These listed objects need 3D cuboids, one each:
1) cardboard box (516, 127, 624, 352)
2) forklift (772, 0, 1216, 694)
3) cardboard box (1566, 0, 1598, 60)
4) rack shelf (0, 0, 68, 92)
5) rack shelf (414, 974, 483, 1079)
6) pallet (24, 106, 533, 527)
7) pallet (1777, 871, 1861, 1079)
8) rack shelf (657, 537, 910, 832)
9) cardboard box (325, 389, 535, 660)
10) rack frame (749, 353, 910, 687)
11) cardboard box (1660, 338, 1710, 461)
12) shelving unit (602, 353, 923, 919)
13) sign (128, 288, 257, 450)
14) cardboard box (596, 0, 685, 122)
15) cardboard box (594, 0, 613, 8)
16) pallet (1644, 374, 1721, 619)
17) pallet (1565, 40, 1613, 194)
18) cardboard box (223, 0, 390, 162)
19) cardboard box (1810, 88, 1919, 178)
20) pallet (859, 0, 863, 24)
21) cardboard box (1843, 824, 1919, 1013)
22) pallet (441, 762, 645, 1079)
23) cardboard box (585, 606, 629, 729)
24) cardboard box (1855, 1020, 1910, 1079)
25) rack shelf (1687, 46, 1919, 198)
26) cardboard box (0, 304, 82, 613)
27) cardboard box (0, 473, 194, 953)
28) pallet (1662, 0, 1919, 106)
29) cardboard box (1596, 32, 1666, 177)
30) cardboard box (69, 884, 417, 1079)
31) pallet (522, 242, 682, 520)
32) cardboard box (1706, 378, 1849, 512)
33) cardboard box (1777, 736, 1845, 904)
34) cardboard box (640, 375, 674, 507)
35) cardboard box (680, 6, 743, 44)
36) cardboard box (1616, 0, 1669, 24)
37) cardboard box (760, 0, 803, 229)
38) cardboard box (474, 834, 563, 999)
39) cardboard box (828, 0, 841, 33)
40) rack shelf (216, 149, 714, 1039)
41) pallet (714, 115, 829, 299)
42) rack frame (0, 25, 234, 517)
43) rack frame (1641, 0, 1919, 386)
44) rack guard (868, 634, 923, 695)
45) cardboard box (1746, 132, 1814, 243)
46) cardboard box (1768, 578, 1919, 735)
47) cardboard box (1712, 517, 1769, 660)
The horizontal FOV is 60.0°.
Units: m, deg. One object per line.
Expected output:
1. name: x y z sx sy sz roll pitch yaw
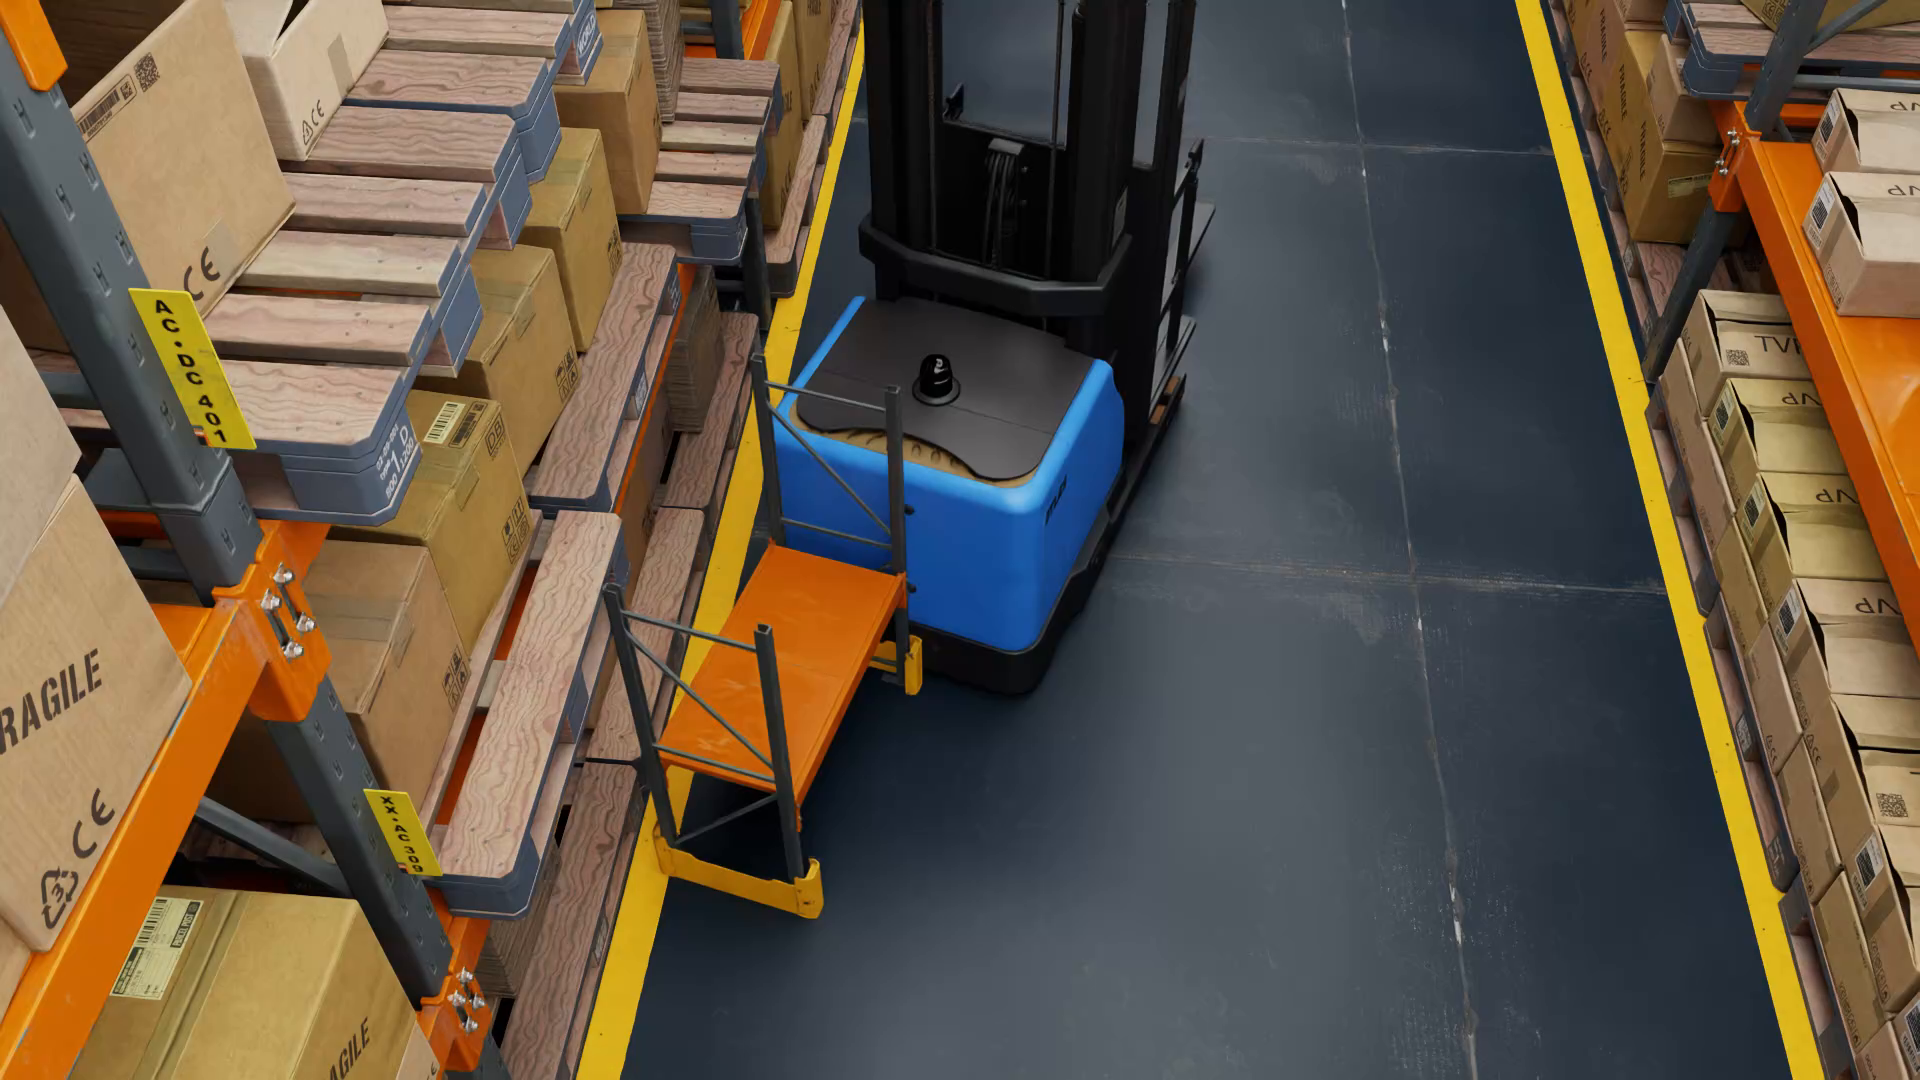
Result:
1. cardboard box: -1.499 -0.965 5.260 0.700 0.500 0.500 4 48 4
2. forklift: 0.340 -1.526 6.185 1.130 2.935 3.031 17 50 15
3. cardboard box: 3.545 -2.861 8.756 0.500 0.500 0.500 4 48 4
4. rack shelf: -1.557 -2.223 3.469 1.077 0.370 4.000 4 48 4
5. rack shelf: -1.922 2.606 2.847 1.077 0.370 4.000 4 48 4
6. pallet: -1.577 -0.502 3.296 1.213 0.211 1.003 4 48 4
7. pallet: 3.222 1.621 5.150 1.003 0.211 1.213 4 48 4
8. rack shelf: -0.590 0.458 5.584 0.538 0.185 1.000 14 49 13
9. cardboard box: -1.601 -0.070 4.442 0.700 0.500 0.500 8 48 8
10. rack frame: -0.426 -0.018 5.776 0.500 1.500 0.032 14 49 13
11. cardboard box: 3.218 -0.564 6.838 0.500 0.250 0.500 4 48 3
12. shelving unit: -0.587 0.331 5.457 0.587 1.500 1.083 14 49 13
13. sign: -1.199 -0.262 2.600 0.100 0.325 0.005 4 48 4
14. cardboard box: -1.408 -1.882 6.098 0.700 0.500 0.500 -1 48 -1
15. cardboard box: -1.391 -1.954 5.725 0.380 0.149 0.250 -3 48 -3
16. pallet: 3.444 -0.172 6.790 1.003 0.211 1.213 4 48 4
17. pallet: 3.778 -2.214 8.658 1.003 0.211 1.213 4 48 4
18. cardboard box: -1.554 -1.079 3.473 0.500 0.311 0.500 5 48 5
19. cardboard box: 3.482 -1.421 6.103 0.500 0.311 0.500 7 48 6
20. pallet: -1.006 -3.472 9.808 1.003 0.211 1.213 4 48 4
21. cardboard box: 2.986 1.122 4.916 0.500 0.311 0.500 5 48 5
22. pallet: -1.670 1.263 5.478 1.003 0.211 1.213 4 48 4
23. cardboard box: -1.605 0.292 5.872 0.700 0.500 0.500 4 48 4
24. cardboard box: 2.943 1.686 4.780 0.500 0.250 0.500 3 48 3
25. rack shelf: 3.740 -2.942 7.922 1.077 0.370 4.000 4 48 4
26. cardboard box: -1.515 -0.110 2.052 0.500 0.500 0.500 0 48 0
27. cardboard box: -1.540 0.230 2.418 0.500 0.500 0.500 5 48 5
28. pallet: 3.550 -2.153 6.843 1.213 0.211 1.003 4 48 4
29. cardboard box: 3.457 -2.103 8.063 0.500 0.500 0.500 2 48 2
30. cardboard box: -1.475 1.053 3.360 0.500 0.500 0.500 4 48 3
31. pallet: -1.515 -0.523 5.352 1.003 0.211 1.213 4 48 4
32. cardboard box: 3.179 -0.366 6.277 0.500 0.311 0.500 3 48 3
33. cardboard box: 3.037 0.939 5.463 0.500 0.250 0.500 5 48 4
34. cardboard box: -1.552 -0.447 6.548 0.700 0.500 0.500 4 48 3
35. cardboard box: -1.115 -2.194 6.906 0.380 0.149 0.250 3 48 3
36. cardboard box: 3.500 -2.770 8.164 0.500 0.250 0.500 3 48 3
37. cardboard box: -1.178 -1.993 7.739 0.750 0.750 0.750 3 48 3
38. cardboard box: -1.689 1.047 5.181 0.700 0.500 0.500 5 48 5
39. cardboard box: -1.018 -3.261 8.898 0.750 0.750 0.750 5 48 5
40. rack shelf: -1.557 -0.333 5.535 1.077 0.370 4.000 4 48 4
41. pallet: -1.228 -1.679 8.168 1.003 0.211 1.213 4 48 4
42. rack frame: -1.740 -1.131 1.712 1.000 3.000 0.127 4 48 4
43. rack frame: 3.558 -1.715 6.312 1.000 3.000 0.127 4 48 4
44. rack guard: -0.427 0.404 6.237 0.587 0.250 0.087 14 49 13
45. cardboard box: 3.926 -1.720 7.712 0.500 0.500 0.500 2 48 2
46. cardboard box: 3.084 0.386 5.589 0.500 0.311 0.500 3 48 3
47. cardboard box: 3.132 0.188 6.150 0.500 0.250 0.500 3 48 2
